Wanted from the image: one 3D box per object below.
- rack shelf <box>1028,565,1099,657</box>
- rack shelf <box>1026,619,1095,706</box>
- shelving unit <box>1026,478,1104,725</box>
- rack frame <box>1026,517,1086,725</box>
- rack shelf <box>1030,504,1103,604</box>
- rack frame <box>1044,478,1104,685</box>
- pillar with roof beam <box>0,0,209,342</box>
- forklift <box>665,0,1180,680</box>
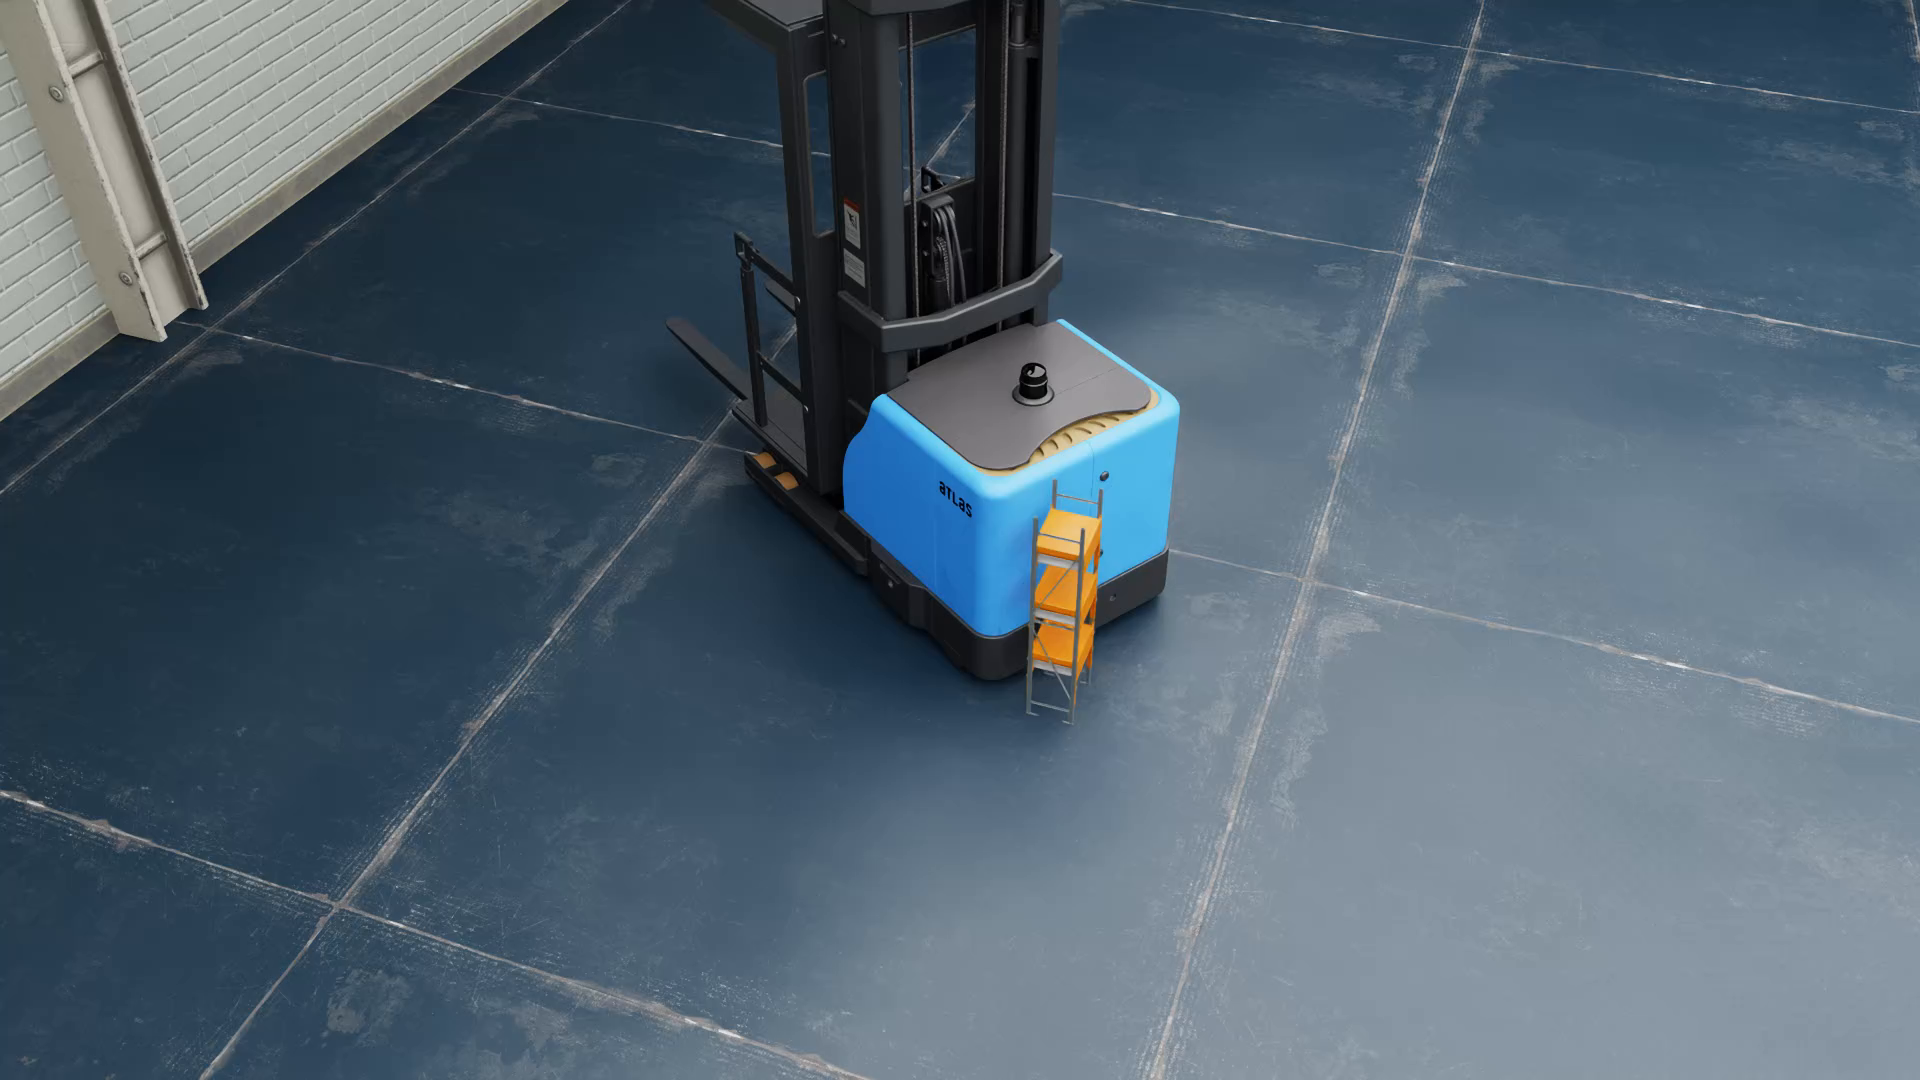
[{"bbox_3d":[0.409,0.270,6.595,0.215,0.259,0.240,13,42,15],"label":"rack shelf"},{"bbox_3d":[0.409,0.481,6.775,0.215,0.259,0.240,13,42,15],"label":"rack shelf"},{"bbox_3d":[0.409,0.262,6.588,0.215,1.050,0.252,13,42,15],"label":"shelving unit"},{"bbox_3d":[0.368,0.336,6.500,0.200,1.050,0.008,13,42,15],"label":"rack frame"},{"bbox_3d":[0.409,0.054,6.410,0.215,0.259,0.240,13,42,15],"label":"rack shelf"},{"bbox_3d":[0.450,0.187,6.675,0.200,1.050,0.008,13,42,15],"label":"rack frame"},{"bbox_3d":[-0.333,-3.687,5.092,9.100,9.000,0.400,13,42,15],"label":"pillar with roof beam"},{"bbox_3d":[-0.374,-1.441,7.134,1.130,2.935,3.031,-26,47,-27],"label":"forklift"}]
